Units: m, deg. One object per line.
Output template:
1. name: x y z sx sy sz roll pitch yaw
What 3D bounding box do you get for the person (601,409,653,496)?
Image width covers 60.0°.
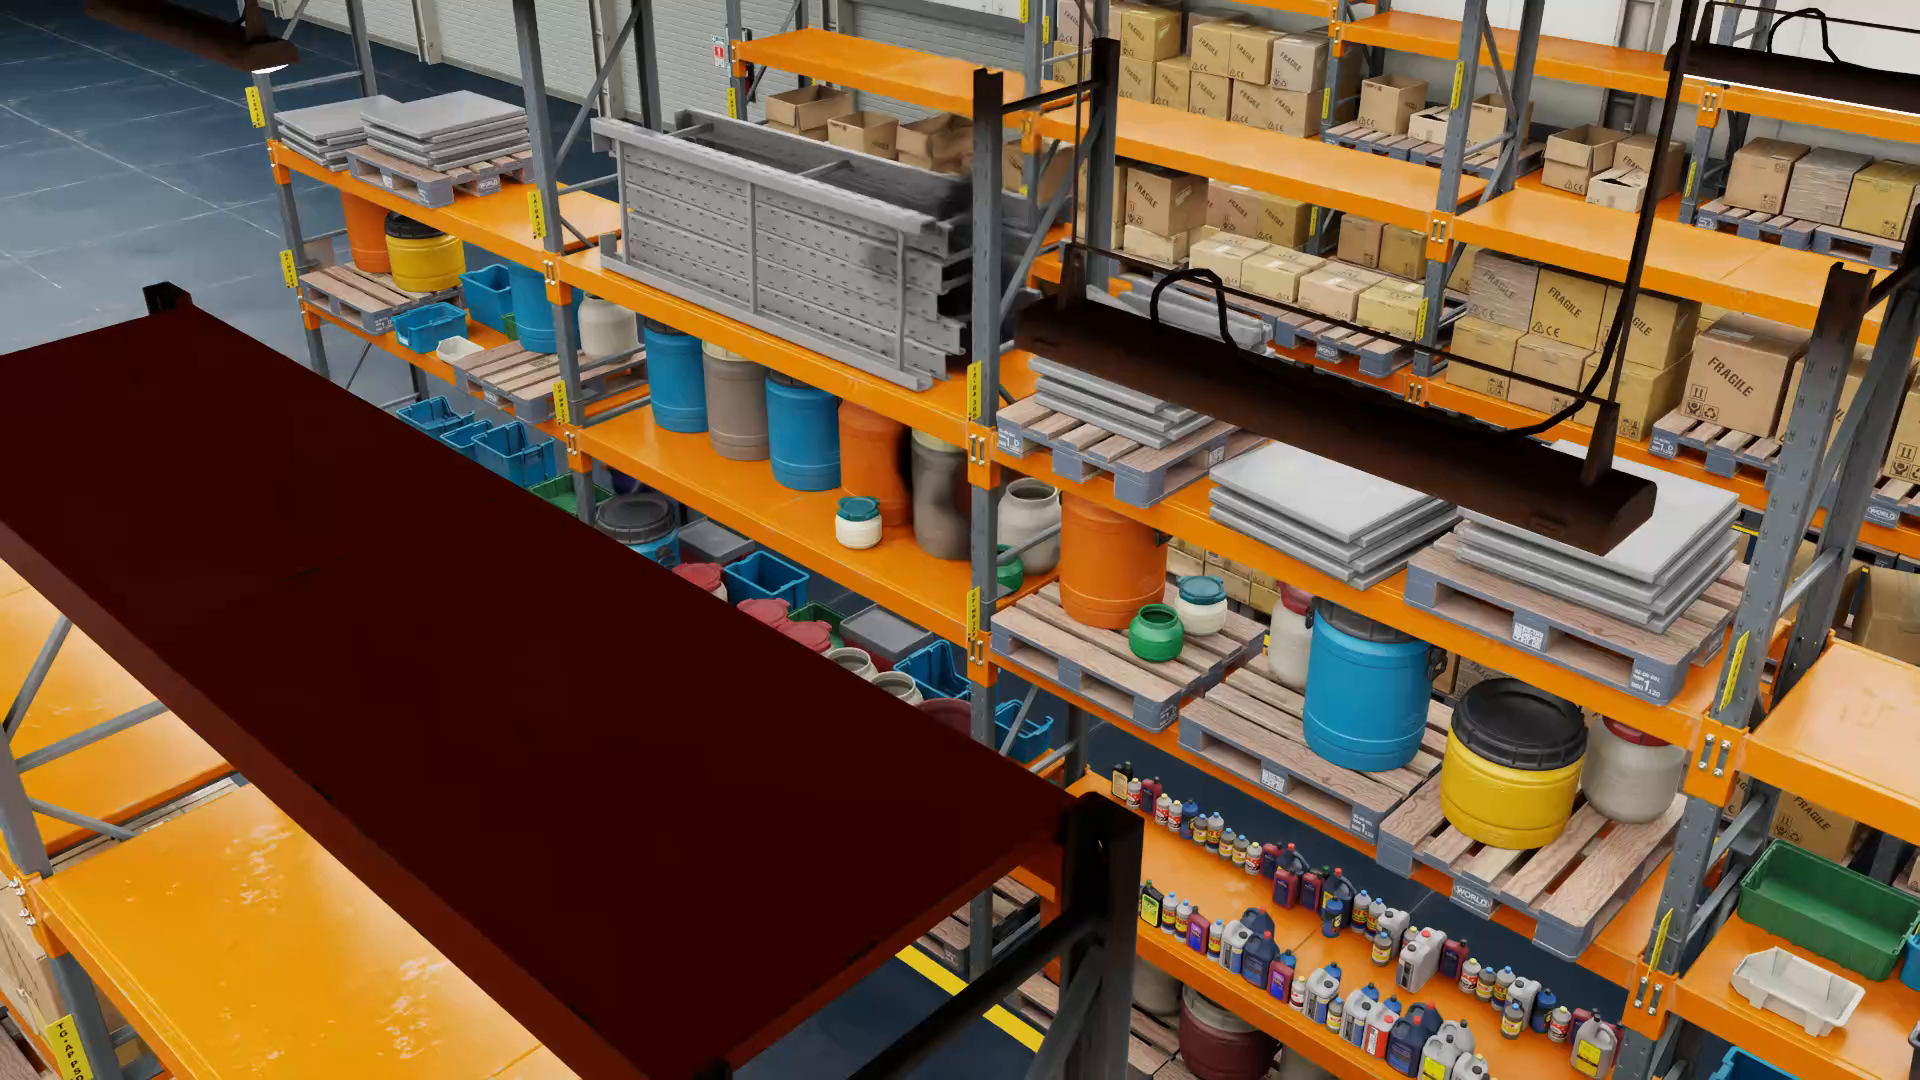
1. person: -3.025 -0.503 15.429 0.895 1.671 0.594 19 34 30
